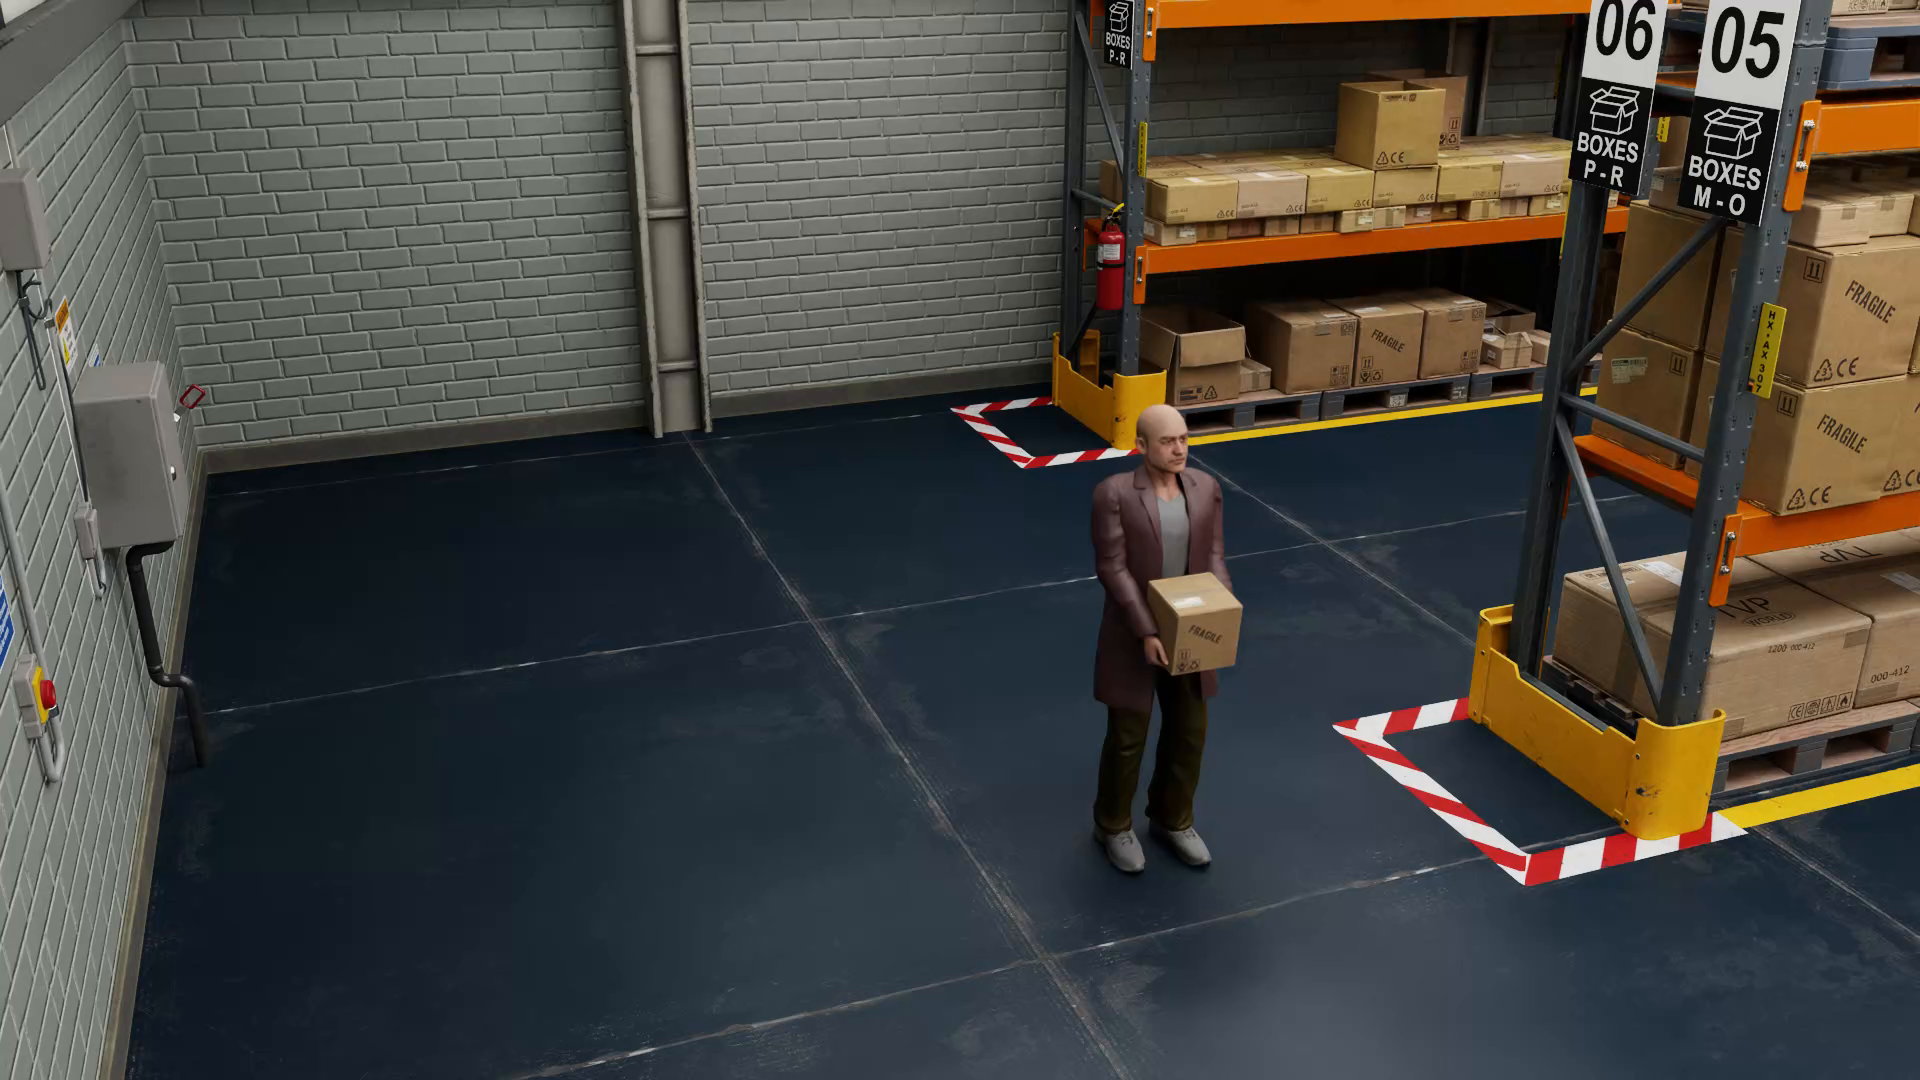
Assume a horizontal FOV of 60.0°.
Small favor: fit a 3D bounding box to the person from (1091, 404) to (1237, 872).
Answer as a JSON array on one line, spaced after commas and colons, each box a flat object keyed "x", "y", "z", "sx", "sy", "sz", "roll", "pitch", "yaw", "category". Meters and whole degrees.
[{"x": 0.769, "y": 0.398, "z": 6.145, "sx": 0.529, "sy": 1.771, "sz": 0.554, "roll": -8, "pitch": 23, "yaw": -18, "category": "person"}]
